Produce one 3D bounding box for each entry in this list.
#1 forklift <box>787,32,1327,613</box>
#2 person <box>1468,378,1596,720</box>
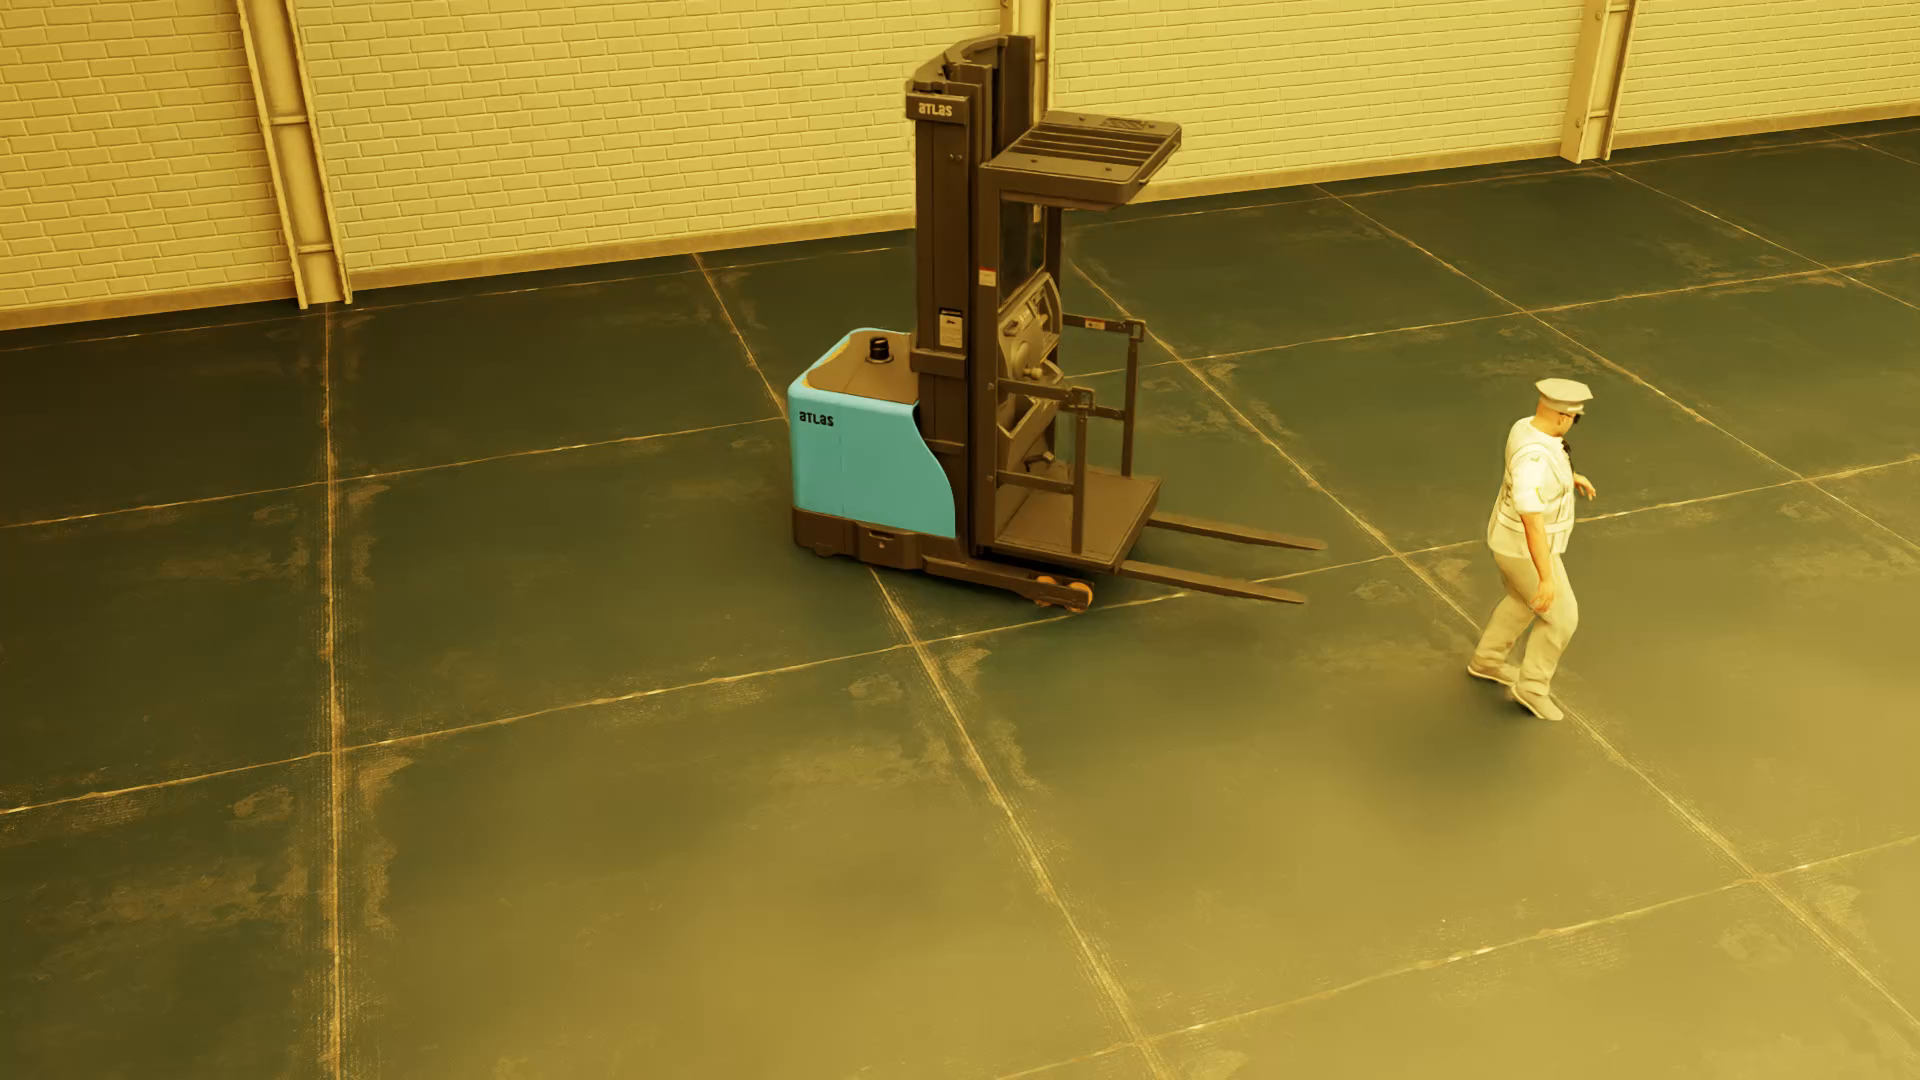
[{"bbox_3d":[0.574,-1.165,9.111,3.031,2.935,1.130,11,32,18],"label":"forklift"},{"bbox_3d":[2.894,0.054,8.272,0.535,1.785,0.962,8,31,14],"label":"person"}]
